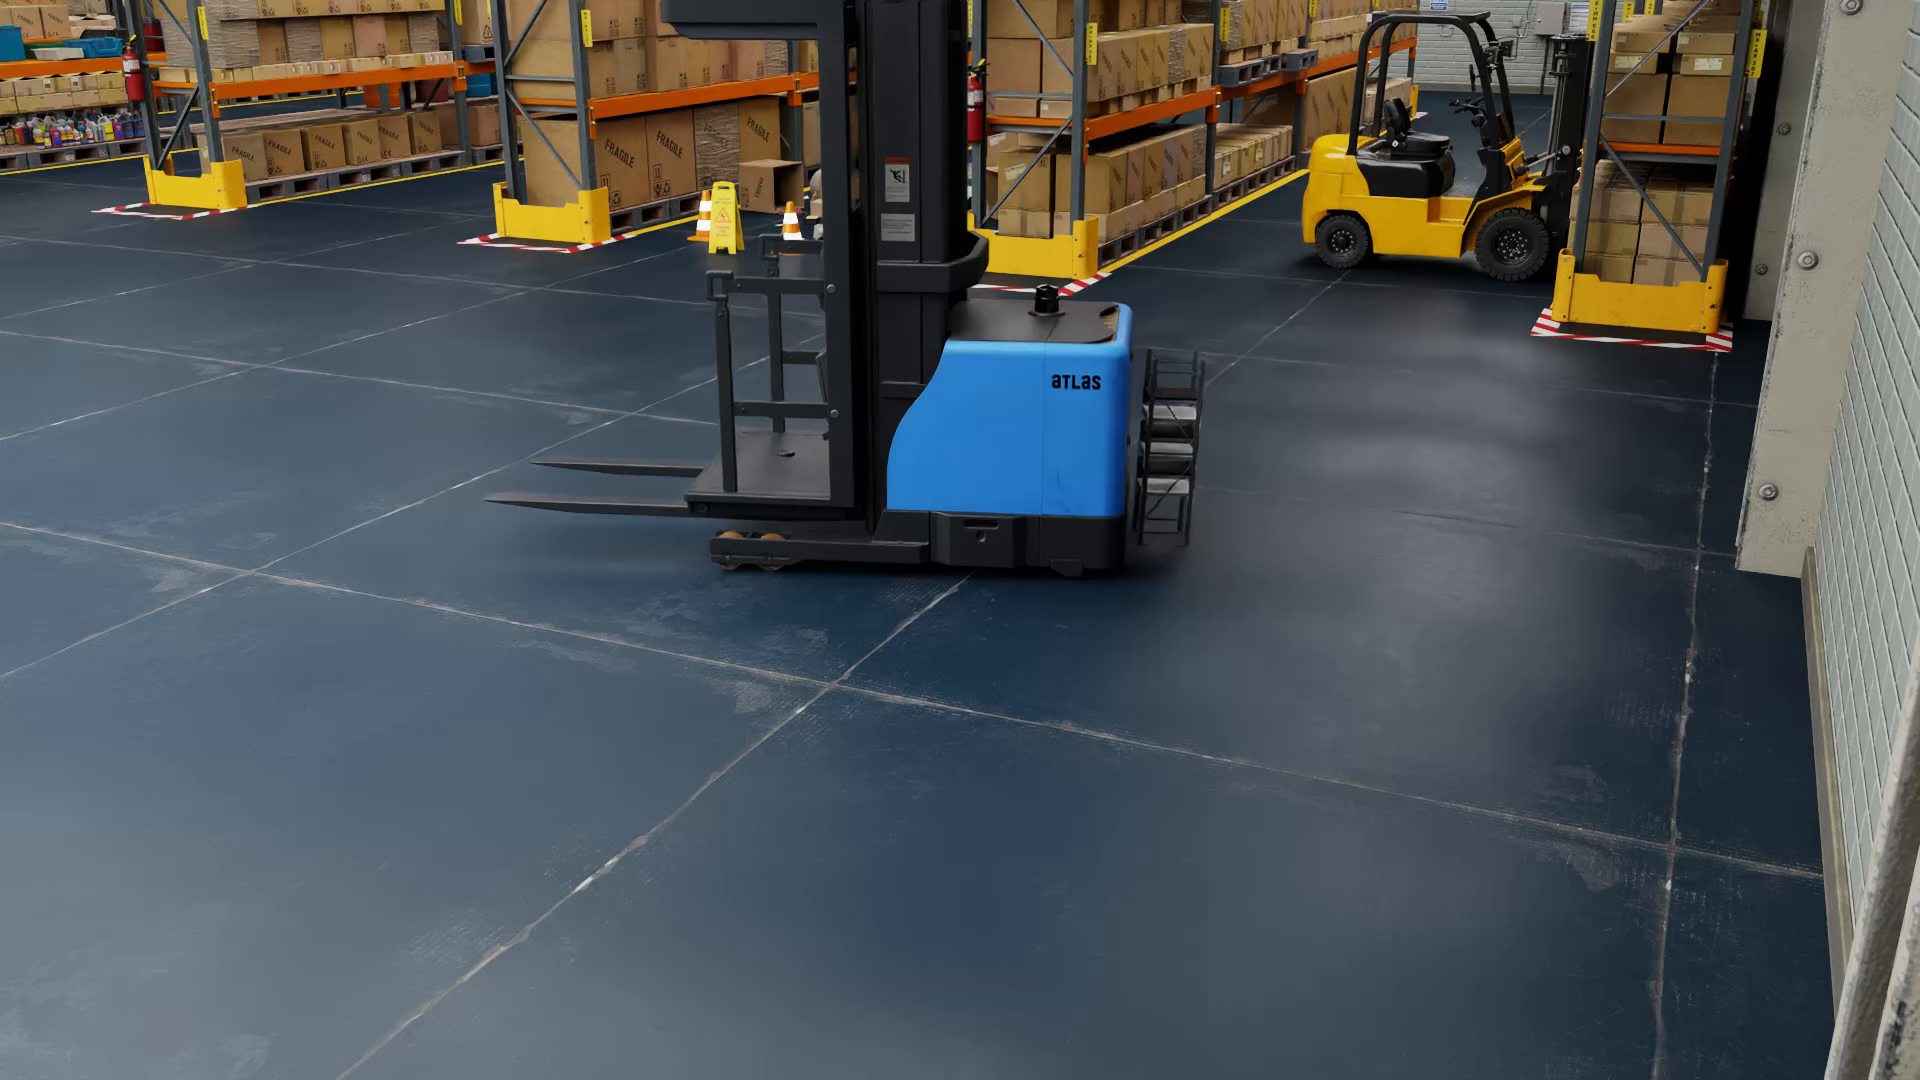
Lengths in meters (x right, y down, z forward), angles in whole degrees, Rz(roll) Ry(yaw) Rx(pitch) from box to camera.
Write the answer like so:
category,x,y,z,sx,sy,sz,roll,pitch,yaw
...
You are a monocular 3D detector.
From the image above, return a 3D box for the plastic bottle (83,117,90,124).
category,x,y,z,sx,sy,sz,roll,pitch,yaw
plastic bottle,-11.999,-5.678,22.872,0.097,0.271,0.097,0,20,0

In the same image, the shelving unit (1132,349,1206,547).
category,x,y,z,sx,sy,sz,roll,pitch,yaw
shelving unit,0.977,-0.430,7.817,0.258,0.900,0.210,2,19,-3

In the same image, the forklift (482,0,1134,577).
category,x,y,z,sx,sy,sz,roll,pitch,yaw
forklift,-0.713,-1.414,7.570,3.031,2.935,1.130,2,20,7

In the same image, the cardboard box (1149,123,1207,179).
category,x,y,z,sx,sy,sz,roll,pitch,yaw
cardboard box,2.222,-4.005,17.112,0.500,0.500,0.500,8,21,22

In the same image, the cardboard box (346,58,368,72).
category,x,y,z,sx,sy,sz,roll,pitch,yaw
cardboard box,-7.269,-5.646,19.743,0.380,0.149,0.250,9,21,23

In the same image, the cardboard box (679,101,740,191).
category,x,y,z,sx,sy,sz,roll,pitch,yaw
cardboard box,-3.025,-4.354,18.278,0.875,0.875,0.875,9,21,23

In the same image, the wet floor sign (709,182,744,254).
category,x,y,z,sx,sy,sz,roll,pitch,yaw
wet floor sign,-2.181,-3.003,15.450,0.267,0.644,0.232,5,20,13

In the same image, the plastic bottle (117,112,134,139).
category,x,y,z,sx,sy,sz,roll,pitch,yaw
plastic bottle,-11.420,-5.671,22.734,0.144,0.351,0.185,7,21,20

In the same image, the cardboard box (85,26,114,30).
category,x,y,z,sx,sy,sz,roll,pitch,yaw
cardboard box,-14.336,-8.479,27.709,0.380,0.149,0.250,9,21,23

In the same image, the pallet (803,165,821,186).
category,x,y,z,sx,sy,sz,roll,pitch,yaw
pallet,-2.091,-4.548,20.442,1.003,0.211,1.213,9,21,23

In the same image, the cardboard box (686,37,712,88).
category,x,y,z,sx,sy,sz,roll,pitch,yaw
cardboard box,-3.137,-5.076,17.541,0.875,0.550,0.500,9,21,23

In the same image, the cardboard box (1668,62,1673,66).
category,x,y,z,sx,sy,sz,roll,pitch,yaw
cardboard box,5.504,-3.612,13.500,0.500,0.500,0.500,8,21,22

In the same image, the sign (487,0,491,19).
category,x,y,z,sx,sy,sz,roll,pitch,yaw
sign,-4.465,-5.129,15.832,0.100,0.325,0.005,9,21,23

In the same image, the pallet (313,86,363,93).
category,x,y,z,sx,sy,sz,roll,pitch,yaw
pallet,-12.300,-9.029,33.042,1.003,0.211,1.213,9,21,23

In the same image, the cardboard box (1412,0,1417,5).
category,x,y,z,sx,sy,sz,roll,pitch,yaw
cardboard box,7.153,-8.974,27.084,0.500,0.500,0.500,9,22,24

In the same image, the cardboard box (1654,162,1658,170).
category,x,y,z,sx,sy,sz,roll,pitch,yaw
cardboard box,5.853,-3.247,14.608,0.500,0.250,0.500,9,22,25

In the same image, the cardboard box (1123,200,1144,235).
category,x,y,z,sx,sy,sz,roll,pitch,yaw
cardboard box,1.380,-3.010,15.434,0.500,0.250,0.500,9,22,25

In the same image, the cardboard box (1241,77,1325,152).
category,x,y,z,sx,sy,sz,roll,pitch,yaw
cardboard box,4.216,-5.587,21.745,0.875,0.875,0.875,8,21,22

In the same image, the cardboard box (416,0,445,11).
category,x,y,z,sx,sy,sz,roll,pitch,yaw
cardboard box,-6.755,-6.810,20.556,0.500,0.500,0.500,9,21,23

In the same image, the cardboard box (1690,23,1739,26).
category,x,y,z,sx,sy,sz,roll,pitch,yaw
cardboard box,6.103,-4.100,13.459,0.380,0.149,0.250,9,21,23

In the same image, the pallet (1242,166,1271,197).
category,x,y,z,sx,sy,sz,roll,pitch,yaw
pallet,3.035,-4.266,19.649,1.003,0.211,1.213,9,21,23

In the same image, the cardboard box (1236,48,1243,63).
category,x,y,z,sx,sy,sz,roll,pitch,yaw
cardboard box,2.844,-5.247,17.996,0.380,0.149,0.250,9,21,24

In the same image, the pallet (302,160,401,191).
category,x,y,z,sx,sy,sz,roll,pitch,yaw
pallet,-7.563,-4.429,20.107,1.003,0.211,1.213,9,21,23

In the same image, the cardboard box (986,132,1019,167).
category,x,y,z,sx,sy,sz,roll,pitch,yaw
cardboard box,0.583,-4.381,18.412,0.500,0.500,0.500,9,21,23

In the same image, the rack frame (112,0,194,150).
category,x,y,z,sx,sy,sz,roll,pitch,yaw
rack frame,-11.340,-7.007,23.194,1.000,3.000,0.127,9,21,23

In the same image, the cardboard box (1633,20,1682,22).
category,x,y,z,sx,sy,sz,roll,pitch,yaw
cardboard box,5.893,-4.319,14.075,0.380,0.149,0.250,8,21,22

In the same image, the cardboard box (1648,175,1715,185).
category,x,y,z,sx,sy,sz,roll,pitch,yaw
cardboard box,5.682,-2.712,13.103,0.500,0.250,0.500,9,21,23

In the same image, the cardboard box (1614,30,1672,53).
category,x,y,z,sx,sy,sz,roll,pitch,yaw
cardboard box,5.066,-3.696,12.323,0.380,0.149,0.250,9,21,23

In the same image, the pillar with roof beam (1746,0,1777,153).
category,x,y,z,sx,sy,sz,roll,pitch,yaw
pillar with roof beam,7.205,-10.239,23.331,9.100,9.000,0.400,9,21,23

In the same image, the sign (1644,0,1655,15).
category,x,y,z,sx,sy,sz,roll,pitch,yaw
sign,7.888,-6.090,19.006,0.100,0.325,0.005,9,21,23

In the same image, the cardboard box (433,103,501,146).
category,x,y,z,sx,sy,sz,roll,pitch,yaw
cardboard box,-6.551,-5.541,22.148,0.700,0.500,0.500,7,21,19

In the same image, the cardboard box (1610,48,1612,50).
category,x,y,z,sx,sy,sz,roll,pitch,yaw
cardboard box,5.075,-3.644,12.621,0.380,0.149,0.250,9,21,24

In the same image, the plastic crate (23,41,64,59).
category,x,y,z,sx,sy,sz,roll,pitch,yaw
plastic crate,-12.154,-6.531,22.171,0.450,0.188,0.662,9,21,23

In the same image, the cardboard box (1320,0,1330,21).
category,x,y,z,sx,sy,sz,roll,pitch,yaw
cardboard box,4.477,-6.978,21.473,0.500,0.500,0.500,9,21,23

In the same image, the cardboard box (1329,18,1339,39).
category,x,y,z,sx,sy,sz,roll,pitch,yaw
cardboard box,4.718,-6.784,22.047,0.500,0.250,0.500,8,21,22

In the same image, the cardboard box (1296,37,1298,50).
category,x,y,z,sx,sy,sz,roll,pitch,yaw
cardboard box,3.894,-6.045,20.239,0.380,0.149,0.250,9,21,24

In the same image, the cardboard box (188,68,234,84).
category,x,y,z,sx,sy,sz,roll,pitch,yaw
cardboard box,-8.125,-5.040,18.040,0.380,0.149,0.250,9,21,23

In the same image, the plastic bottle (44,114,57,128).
category,x,y,z,sx,sy,sz,roll,pitch,yaw
plastic bottle,-12.301,-5.588,22.503,0.144,0.351,0.185,8,21,22

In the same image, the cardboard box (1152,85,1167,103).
category,x,y,z,sx,sy,sz,roll,pitch,yaw
cardboard box,1.749,-4.240,15.790,0.380,0.149,0.250,9,21,23

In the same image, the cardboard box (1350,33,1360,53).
category,x,y,z,sx,sy,sz,roll,pitch,yaw
cardboard box,5.332,-7.015,23.441,0.500,0.250,0.500,8,21,22

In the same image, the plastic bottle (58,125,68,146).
category,x,y,z,sx,sy,sz,roll,pitch,yaw
plastic bottle,-11.811,-5.322,21.872,0.097,0.271,0.097,0,20,0

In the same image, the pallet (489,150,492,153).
category,x,y,z,sx,sy,sz,roll,pitch,yaw
pallet,-6.006,-5.626,23.472,1.003,0.211,1.213,9,21,23

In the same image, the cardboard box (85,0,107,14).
category,x,y,z,sx,sy,sz,roll,pitch,yaw
cardboard box,-17.262,-10.675,32.887,0.500,0.500,0.500,9,21,23

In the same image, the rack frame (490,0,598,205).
category,x,y,z,sx,sy,sz,roll,pitch,yaw
rack frame,-3.976,-4.393,15.844,1.000,3.000,0.127,9,21,23

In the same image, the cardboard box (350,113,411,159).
category,x,y,z,sx,sy,sz,roll,pitch,yaw
cardboard box,-7.249,-5.054,20.808,0.500,0.500,0.500,17,26,40

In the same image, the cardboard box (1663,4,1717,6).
category,x,y,z,sx,sy,sz,roll,pitch,yaw
cardboard box,9.090,-6.462,20.888,0.700,0.500,0.500,8,21,22

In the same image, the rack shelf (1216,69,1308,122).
category,x,y,z,sx,sy,sz,roll,pitch,yaw
rack shelf,3.038,-5.240,19.299,1.077,0.370,4.000,9,21,23

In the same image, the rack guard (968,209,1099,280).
category,x,y,z,sx,sy,sz,roll,pitch,yaw
rack guard,0.613,-2.590,14.505,1.175,0.500,0.348,9,21,23

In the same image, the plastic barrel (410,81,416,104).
category,x,y,z,sx,sy,sz,roll,pitch,yaw
plastic barrel,-9.368,-7.592,27.926,0.421,0.512,0.421,0,20,0

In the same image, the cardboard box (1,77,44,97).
category,x,y,z,sx,sy,sz,roll,pitch,yaw
cardboard box,-15.041,-7.257,26.537,0.500,0.311,0.500,8,21,21

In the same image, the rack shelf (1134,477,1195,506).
category,x,y,z,sx,sy,sz,roll,pitch,yaw
rack shelf,0.967,-0.229,7.888,0.258,0.077,0.200,2,19,-3

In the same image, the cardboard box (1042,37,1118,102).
category,x,y,z,sx,sy,sz,roll,pitch,yaw
cardboard box,1.028,-4.038,14.255,0.500,0.500,0.500,8,21,22
